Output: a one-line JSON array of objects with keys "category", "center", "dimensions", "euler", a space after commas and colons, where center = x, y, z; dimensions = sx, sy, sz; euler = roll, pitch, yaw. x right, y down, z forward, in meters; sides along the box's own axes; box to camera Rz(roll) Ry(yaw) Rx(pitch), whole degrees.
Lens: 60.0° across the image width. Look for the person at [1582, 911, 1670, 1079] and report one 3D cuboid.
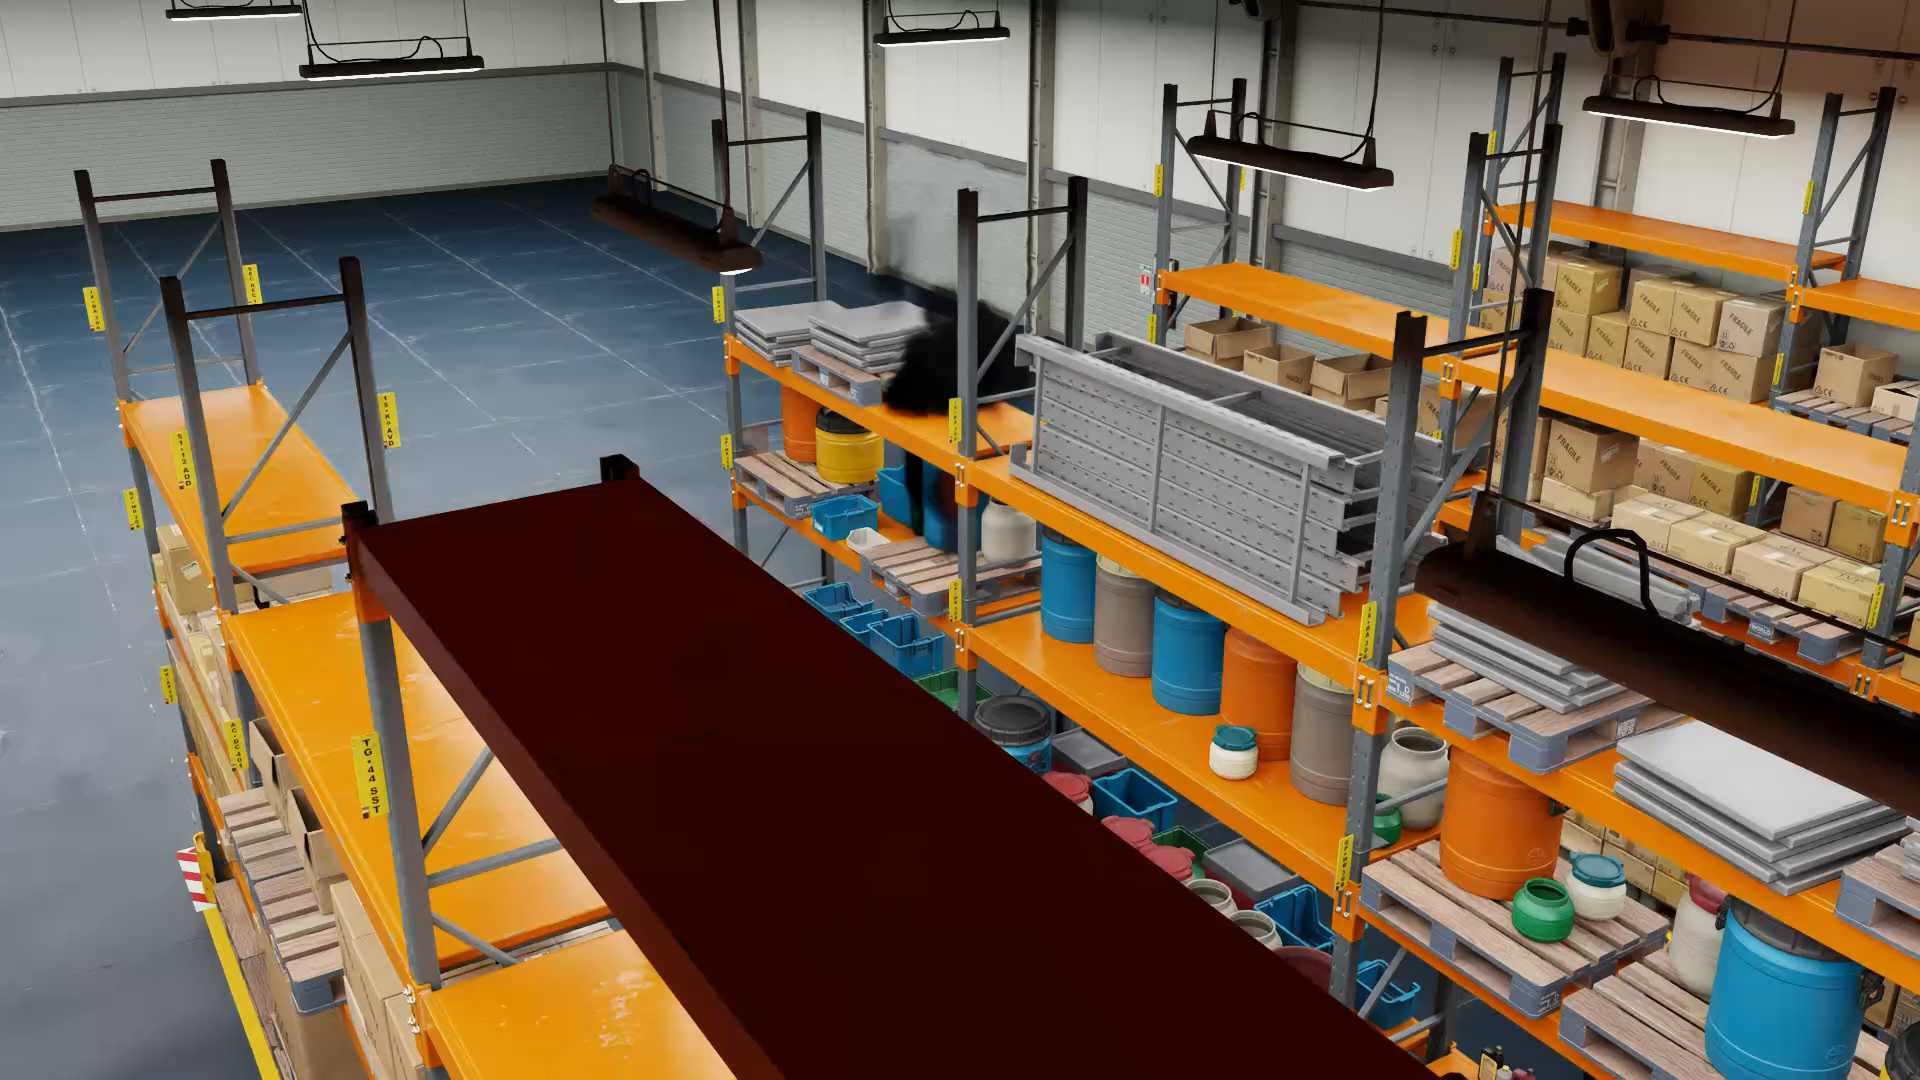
[{"category": "person", "center": [4.574, 3.229, 11.214], "dimensions": [0.607, 1.636, 0.841], "euler": [-19, 29, -39]}]
